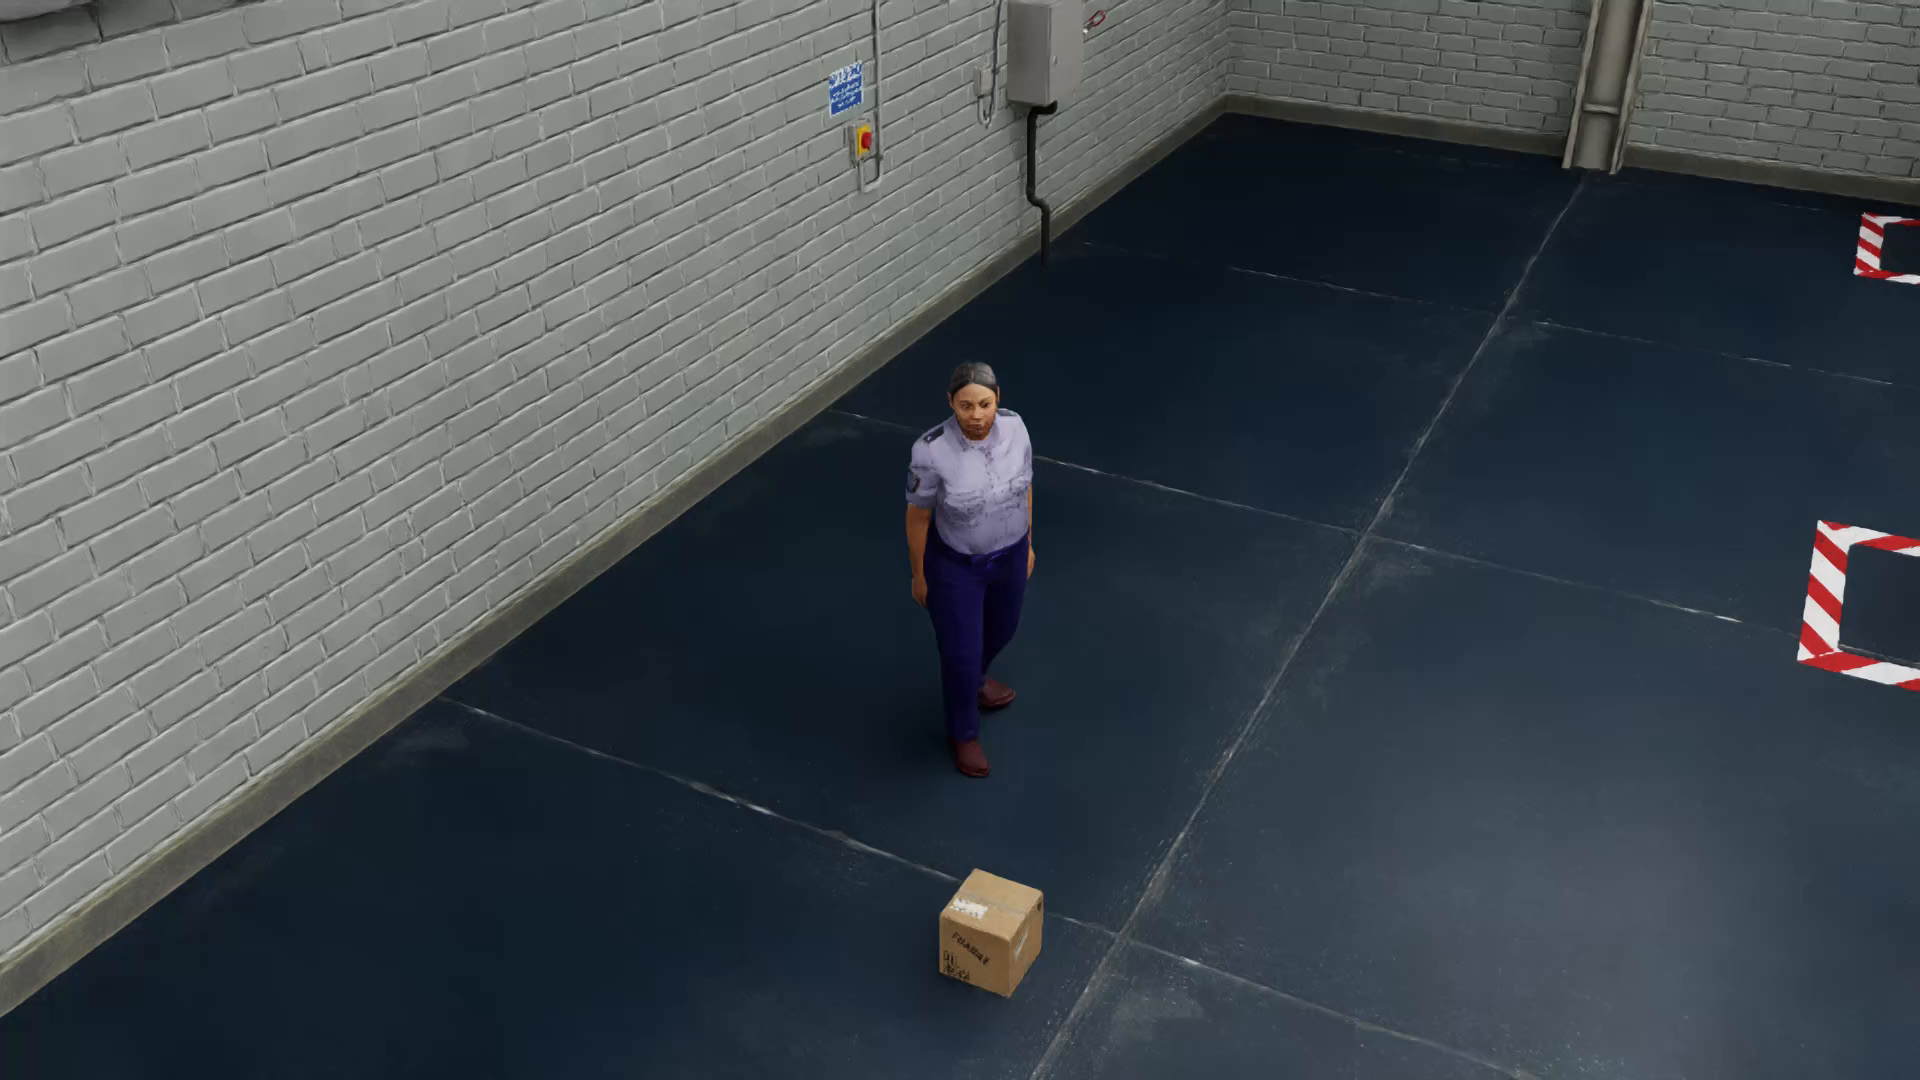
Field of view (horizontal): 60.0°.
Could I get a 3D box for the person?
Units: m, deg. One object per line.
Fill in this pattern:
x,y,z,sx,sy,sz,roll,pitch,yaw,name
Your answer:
0.026,0.044,6.074,0.529,1.634,0.556,-17,34,-26,person
